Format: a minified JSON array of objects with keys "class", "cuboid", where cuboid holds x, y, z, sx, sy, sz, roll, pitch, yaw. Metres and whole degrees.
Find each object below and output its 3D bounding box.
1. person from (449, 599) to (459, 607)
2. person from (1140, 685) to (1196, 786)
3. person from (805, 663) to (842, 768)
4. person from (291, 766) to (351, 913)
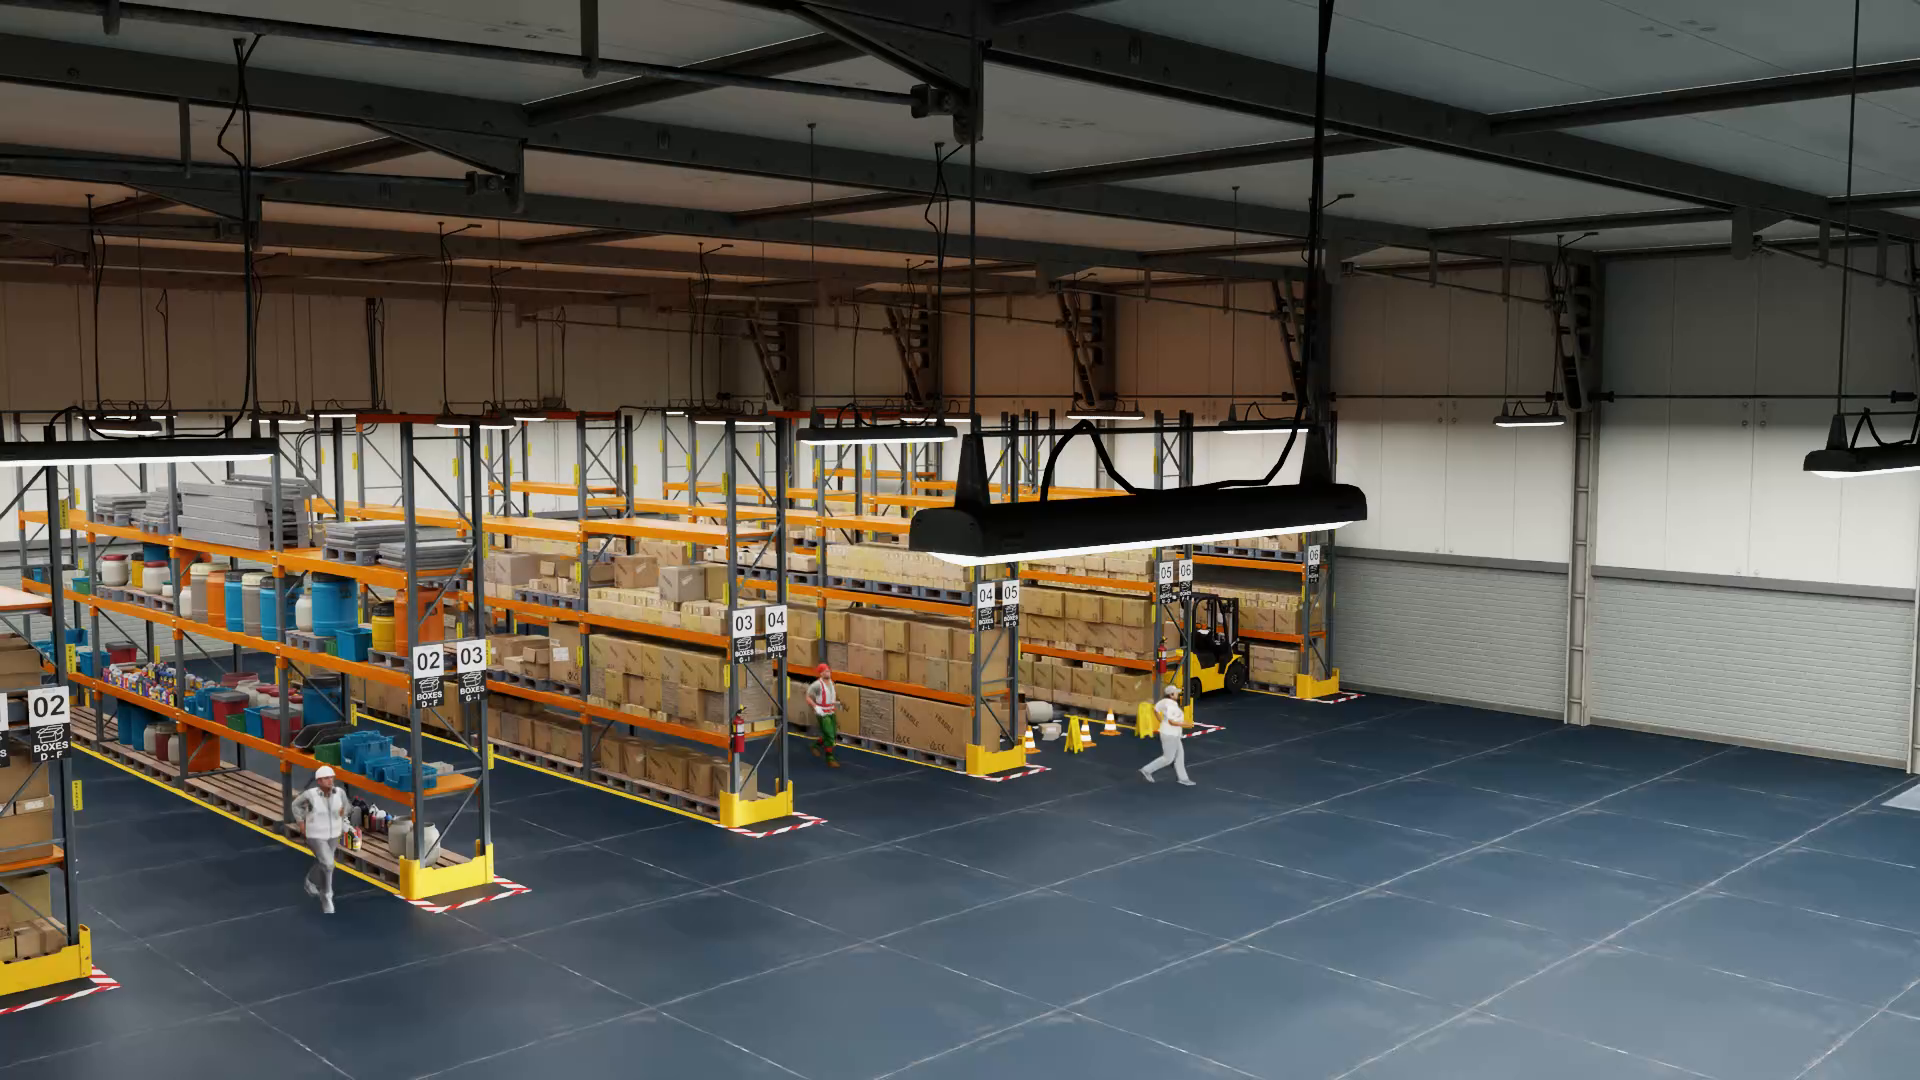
[{"class":"person","cuboid":[-11.983,2.136,39.325,0.609,1.628,0.769,3,6,30]},{"class":"person","cuboid":[3.373,3.168,26.836,0.931,1.667,0.611,0,5,-1]},{"class":"person","cuboid":[-2.353,2.981,28.463,0.741,1.767,0.667,3,6,35]},{"class":"person","cuboid":[-7.904,3.682,20.600,0.867,1.828,0.598,4,6,36]}]
